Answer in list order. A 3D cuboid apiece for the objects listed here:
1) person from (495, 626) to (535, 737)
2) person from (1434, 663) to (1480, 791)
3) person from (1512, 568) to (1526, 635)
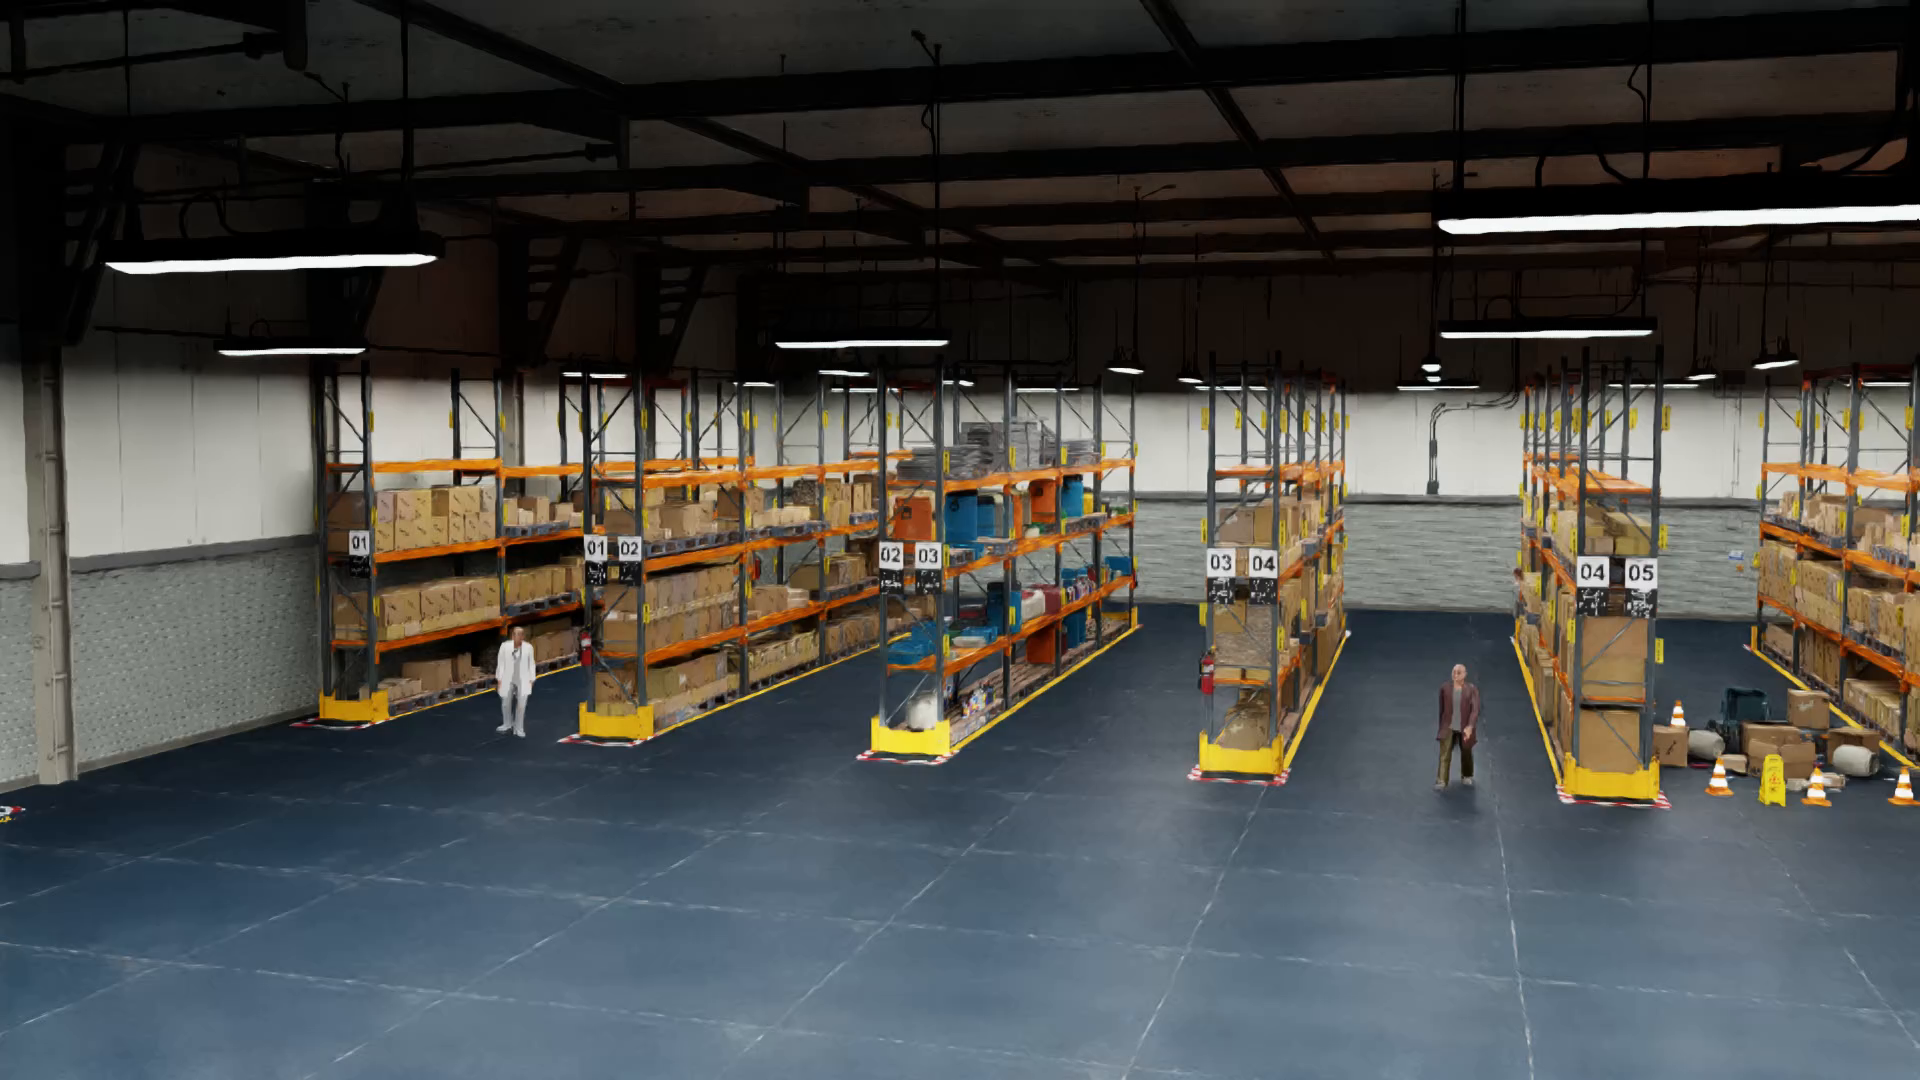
[{"bbox_3d":[-7.084,2.231,26.484,0.616,1.766,0.614,-1,4,-18],"label":"person"},{"bbox_3d":[6.743,2.522,22.500,0.573,1.716,1.103,2,5,25],"label":"person"},{"bbox_3d":[13.188,1.432,38.990,0.509,1.586,0.468,-3,5,-35],"label":"person"}]
